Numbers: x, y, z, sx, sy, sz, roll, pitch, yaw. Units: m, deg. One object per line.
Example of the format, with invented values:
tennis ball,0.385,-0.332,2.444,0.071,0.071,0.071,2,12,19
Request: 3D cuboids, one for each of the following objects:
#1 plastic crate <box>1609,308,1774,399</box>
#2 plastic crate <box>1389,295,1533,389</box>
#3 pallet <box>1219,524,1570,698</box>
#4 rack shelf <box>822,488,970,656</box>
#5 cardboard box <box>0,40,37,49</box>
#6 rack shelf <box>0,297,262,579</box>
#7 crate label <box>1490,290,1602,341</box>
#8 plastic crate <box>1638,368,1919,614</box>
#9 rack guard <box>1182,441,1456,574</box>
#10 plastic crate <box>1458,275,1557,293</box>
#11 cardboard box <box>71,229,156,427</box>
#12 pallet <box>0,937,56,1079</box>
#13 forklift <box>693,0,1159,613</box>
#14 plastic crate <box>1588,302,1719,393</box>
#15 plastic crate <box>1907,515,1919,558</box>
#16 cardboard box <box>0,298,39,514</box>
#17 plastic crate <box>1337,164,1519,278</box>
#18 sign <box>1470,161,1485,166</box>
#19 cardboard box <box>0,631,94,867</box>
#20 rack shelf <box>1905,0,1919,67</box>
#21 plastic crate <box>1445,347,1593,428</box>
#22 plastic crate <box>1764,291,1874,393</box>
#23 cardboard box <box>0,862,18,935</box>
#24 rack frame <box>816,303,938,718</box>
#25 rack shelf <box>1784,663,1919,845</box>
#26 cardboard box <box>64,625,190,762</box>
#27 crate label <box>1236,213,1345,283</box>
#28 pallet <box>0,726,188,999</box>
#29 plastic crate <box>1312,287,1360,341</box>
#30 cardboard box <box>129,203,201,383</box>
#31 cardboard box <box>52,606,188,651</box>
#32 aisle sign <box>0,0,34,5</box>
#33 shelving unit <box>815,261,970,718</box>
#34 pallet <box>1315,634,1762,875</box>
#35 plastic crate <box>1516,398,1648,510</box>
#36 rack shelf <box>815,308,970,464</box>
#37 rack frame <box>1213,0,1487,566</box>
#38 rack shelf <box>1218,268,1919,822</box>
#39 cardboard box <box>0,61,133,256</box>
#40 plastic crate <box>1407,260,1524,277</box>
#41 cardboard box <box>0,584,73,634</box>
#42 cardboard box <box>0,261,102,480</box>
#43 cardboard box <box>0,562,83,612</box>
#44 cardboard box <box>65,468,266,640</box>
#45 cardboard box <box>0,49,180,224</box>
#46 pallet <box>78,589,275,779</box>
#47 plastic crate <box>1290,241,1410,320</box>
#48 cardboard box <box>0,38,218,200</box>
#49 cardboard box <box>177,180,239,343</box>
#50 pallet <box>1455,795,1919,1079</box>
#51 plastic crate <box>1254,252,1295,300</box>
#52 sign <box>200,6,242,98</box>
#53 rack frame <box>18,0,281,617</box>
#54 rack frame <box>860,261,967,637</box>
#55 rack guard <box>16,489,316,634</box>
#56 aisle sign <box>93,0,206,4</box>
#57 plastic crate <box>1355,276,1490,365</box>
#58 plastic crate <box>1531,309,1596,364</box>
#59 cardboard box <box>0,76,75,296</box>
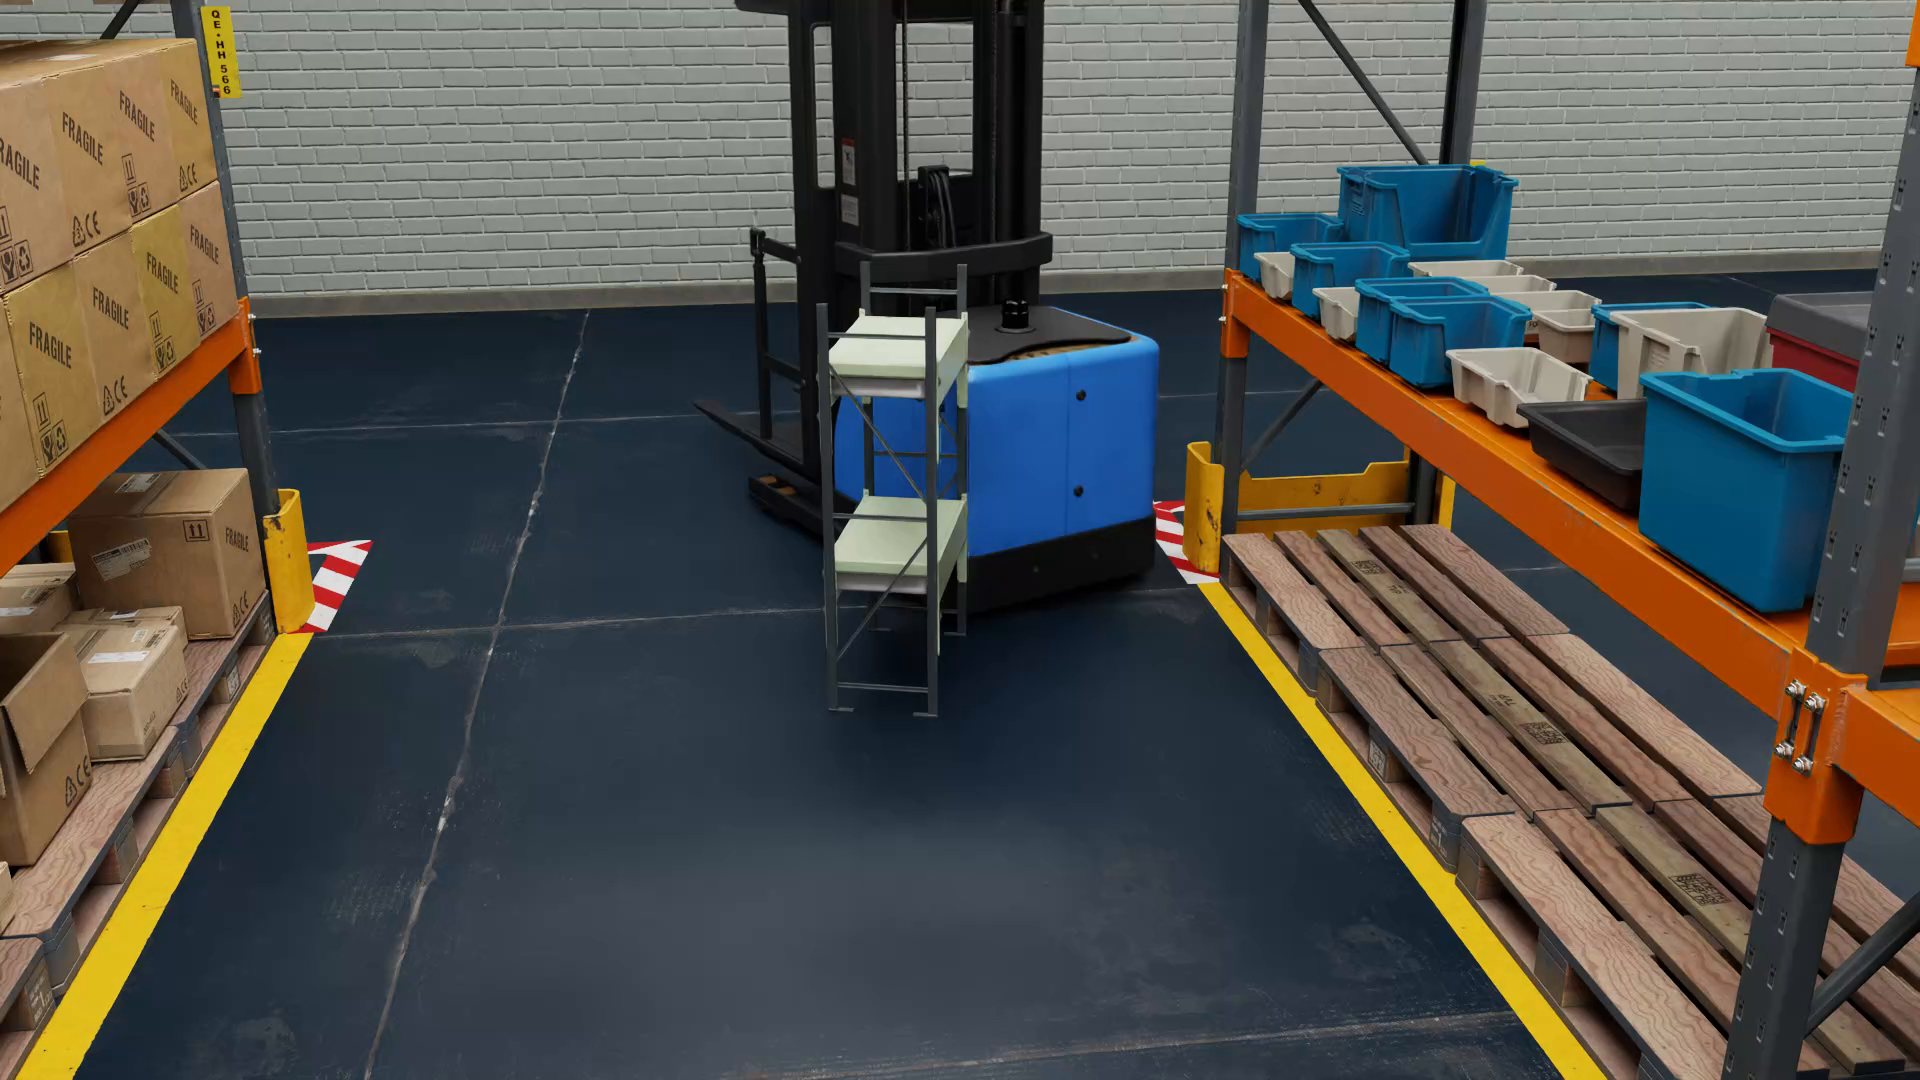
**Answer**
plastic crate,2.163,-0.462,4.749,0.437,0.282,0.530,-3,21,-8
plastic crate,1.567,-0.624,5.253,0.416,0.233,0.300,-3,21,-8
pallet,1.705,0.258,6.724,1.003,0.211,1.213,-3,21,-8
rack shelf,-0.226,0.105,6.222,0.431,0.370,0.720,3,21,8
cardboard box,-3.475,-1.436,5.701,0.500,0.500,0.500,-2,21,-6
rack shelf,-2.990,-0.058,4.612,1.077,0.370,4.000,-3,21,-8
crate label,2.013,-0.771,5.785,0.396,0.136,0.243,-3,21,-8
plastic crate,1.796,-0.116,3.677,0.392,0.384,0.575,-3,21,-8
rack guard,1.608,-0.173,7.464,1.175,0.500,0.348,-3,21,-8
plastic crate,1.948,-0.866,6.039,0.396,0.136,0.243,-3,21,-8
cardboard box,-2.799,-0.640,5.001,0.500,0.500,0.500,-3,21,-7
pallet,-2.799,1.366,3.757,1.003,0.211,1.213,-3,21,-8
forklift,-0.371,-1.541,7.652,1.130,2.935,3.031,-13,24,-30
plastic crate,2.174,-0.588,5.156,0.416,0.233,0.300,-3,21,-8
plastic crate,2.275,-0.024,3.784,0.396,0.136,0.243,-3,21,-8
cardboard box,-2.652,-0.290,4.063,0.500,0.500,0.500,-3,21,-8
plastic crate,1.857,-1.274,6.704,0.616,0.435,0.499,-3,21,-8
sign,2.166,-1.446,7.067,0.100,0.325,0.005,-3,21,-8
cardboard box,-2.977,0.611,4.733,0.797,0.503,0.637,-3,21,-8
rack shelf,1.913,-1.712,4.753,1.077,0.370,4.000,-3,21,-8
plastic crate,1.652,-0.443,4.907,0.293,0.136,0.466,-3,21,-8
plastic crate,2.320,-0.331,4.138,0.402,0.464,0.583,-3,21,-8
cardboard box,-2.682,0.963,4.270,0.380,0.166,0.250,-3,21,-8
rack frame,-0.278,-0.073,5.769,0.400,1.500,0.023,3,21,8
rack shelf,2.489,1.078,1.570,1.077,0.370,4.000,-3,21,-8
cardboard box,-2.849,0.501,5.389,0.500,0.250,0.500,-3,21,-8
crate label,1.334,-1.184,6.751,0.416,0.233,0.303,-3,21,-8
pallet,-2.978,0.943,4.891,1.003,0.211,1.213,-3,21,-8
plastic crate,1.396,-0.788,5.831,0.250,0.136,0.298,-3,21,-8
cardboard box,-2.866,-0.813,5.464,0.500,0.500,0.500,-3,21,-7
cardboard box,-2.986,0.354,5.901,0.380,0.166,0.250,-3,21,-8
aisle sign,-3.578,-2.314,5.909,0.394,0.787,0.004,-3,21,-8
shelving unit,-0.226,-0.200,6.108,0.431,1.500,0.755,3,21,8
pallet,1.877,0.679,5.596,1.003,0.211,1.213,-3,21,-8
plastic crate,1.774,-0.224,4.337,0.437,0.125,0.590,-3,21,-8
rack shelf,-0.226,-0.566,5.972,0.431,0.370,0.720,3,21,8
rack frame,1.624,-1.336,7.006,1.000,3.000,0.127,-3,21,-8
rack shelf,1.913,-0.306,5.278,1.077,0.370,4.000,-3,21,-8
cardboard box,-2.789,-1.108,4.824,0.500,0.500,0.500,-2,21,-6
plastic crate,1.921,-0.967,6.310,0.396,0.136,0.243,-3,21,-8
cardboard box,-3.408,0.370,5.739,0.500,0.250,0.500,-3,21,-8
cardboard box,-2.727,-0.466,4.534,0.500,0.500,0.500,-3,21,-9
cardboard box,-3.558,0.204,6.328,0.380,0.149,0.250,-3,21,-8
cardboard box,-2.956,0.053,6.230,0.500,0.500,0.500,-3,21,-8
cardboard box,-2.868,-1.288,5.304,0.500,0.500,0.500,-2,21,-6
pallet,-3.151,0.521,6.019,1.003,0.211,1.213,-3,21,-8
plastic crate,1.429,-0.956,6.141,0.416,0.233,0.300,-3,21,-8
cardboard box,-2.942,-1.462,5.773,0.500,0.500,0.500,-3,21,-8
cardboard box,-2.944,-0.993,5.945,0.500,0.500,0.500,-2,21,-6
pallet,2.056,1.103,4.462,1.003,0.211,1.213,-3,21,-8
plastic crate,1.298,-1.023,6.460,0.250,0.136,0.298,-3,21,-8
sign,-2.726,-1.799,6.139,0.100,0.325,0.005,-3,21,-8
rack frame,-3.278,-1.087,6.340,1.000,3.000,0.127,-3,21,-8
rack frame,-0.173,-0.327,6.448,0.400,1.500,0.023,3,21,8
rack guard,-3.267,0.110,6.707,1.175,0.500,0.348,-3,21,-8
aisle sign,-2.985,-2.344,5.990,0.394,0.787,0.004,-3,21,-8
plastic crate,1.524,-0.728,5.531,0.416,0.233,0.300,-3,21,-8
plastic crate,2.074,-0.669,5.513,0.298,0.136,0.250,-3,21,-8
cardboard box,-2.715,-0.930,4.348,0.500,0.500,0.500,-2,21,-6
